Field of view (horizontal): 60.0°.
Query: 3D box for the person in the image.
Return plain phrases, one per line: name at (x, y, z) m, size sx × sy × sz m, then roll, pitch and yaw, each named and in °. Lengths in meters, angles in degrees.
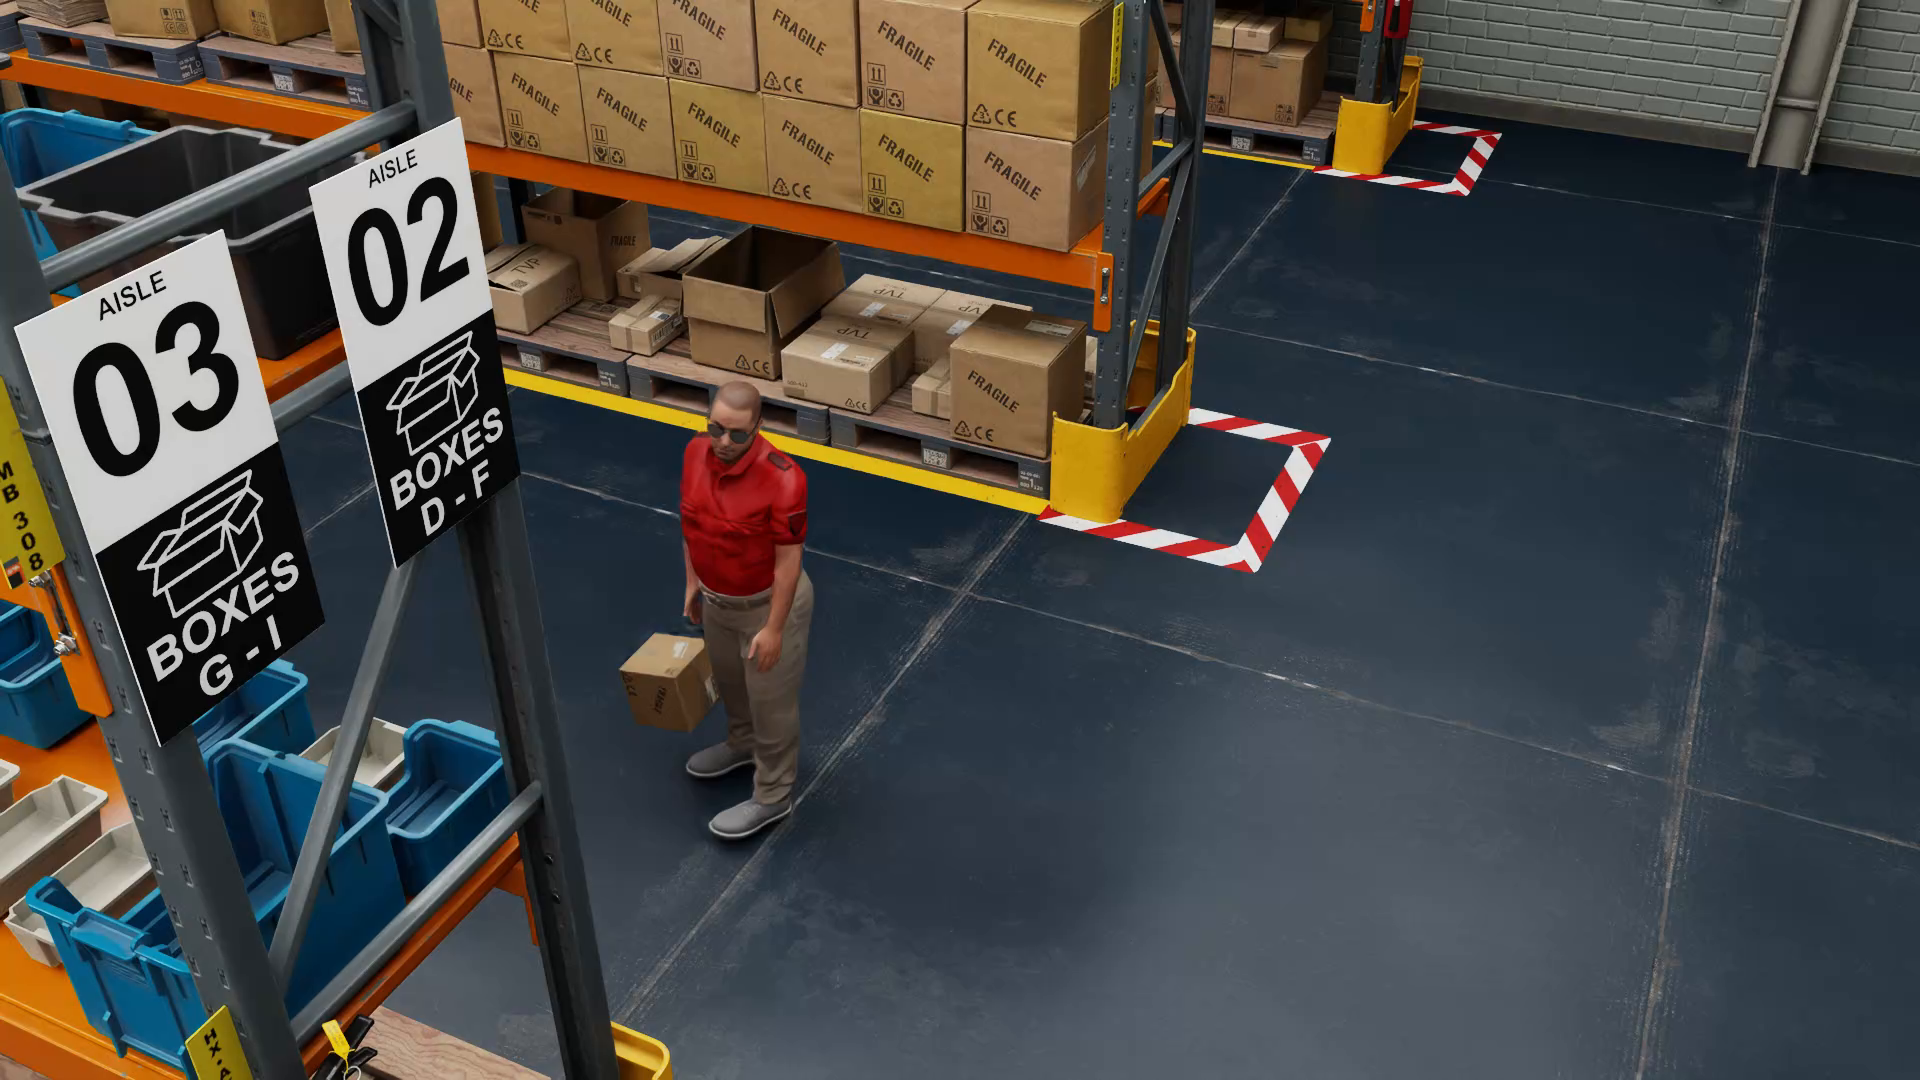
person at (-0.805, 0.240, 5.752) m, size 0.580 × 1.735 × 0.514 m, roll 24°, pitch 40°, yaw 32°
